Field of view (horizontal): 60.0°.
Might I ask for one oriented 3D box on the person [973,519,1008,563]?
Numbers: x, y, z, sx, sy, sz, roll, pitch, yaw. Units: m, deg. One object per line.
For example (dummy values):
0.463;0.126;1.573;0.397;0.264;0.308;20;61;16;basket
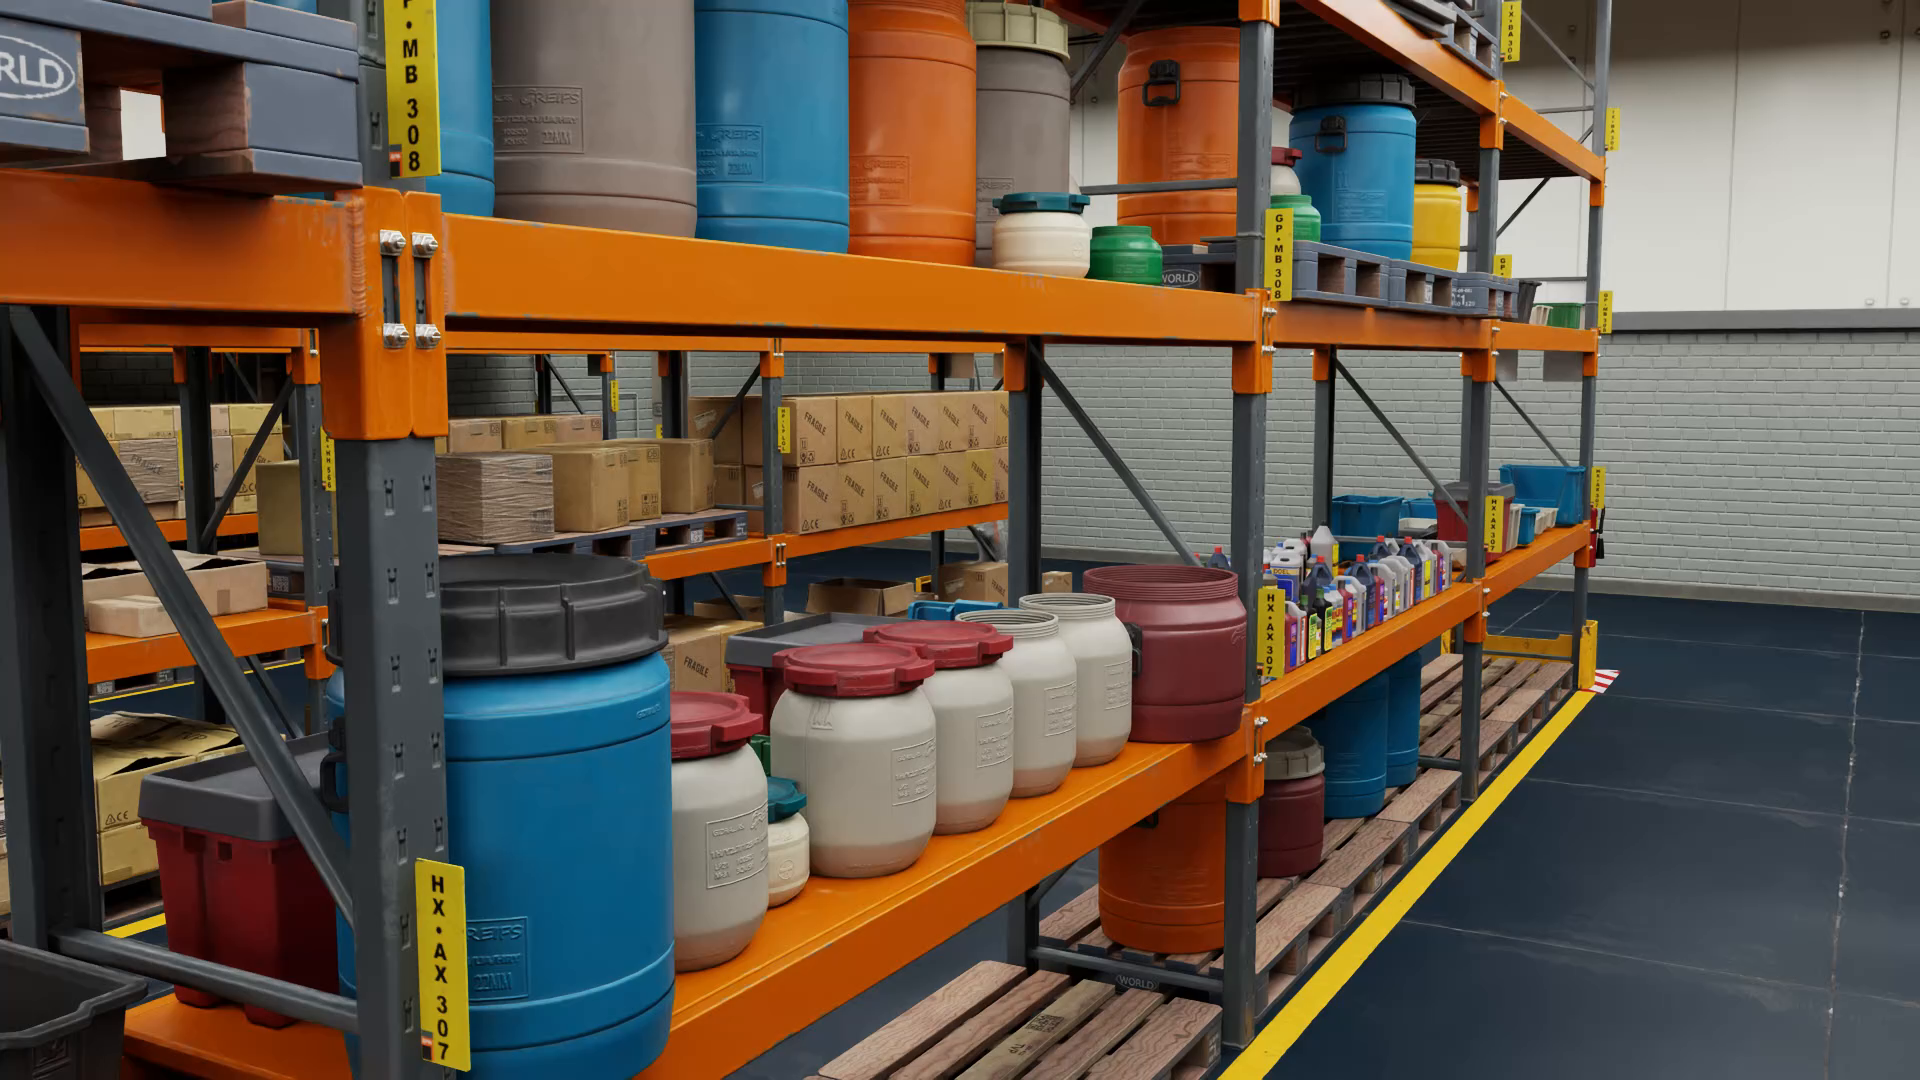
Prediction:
0.271;-0.093;17.350;0.458;1.590;0.467;-4;8;-36;person
